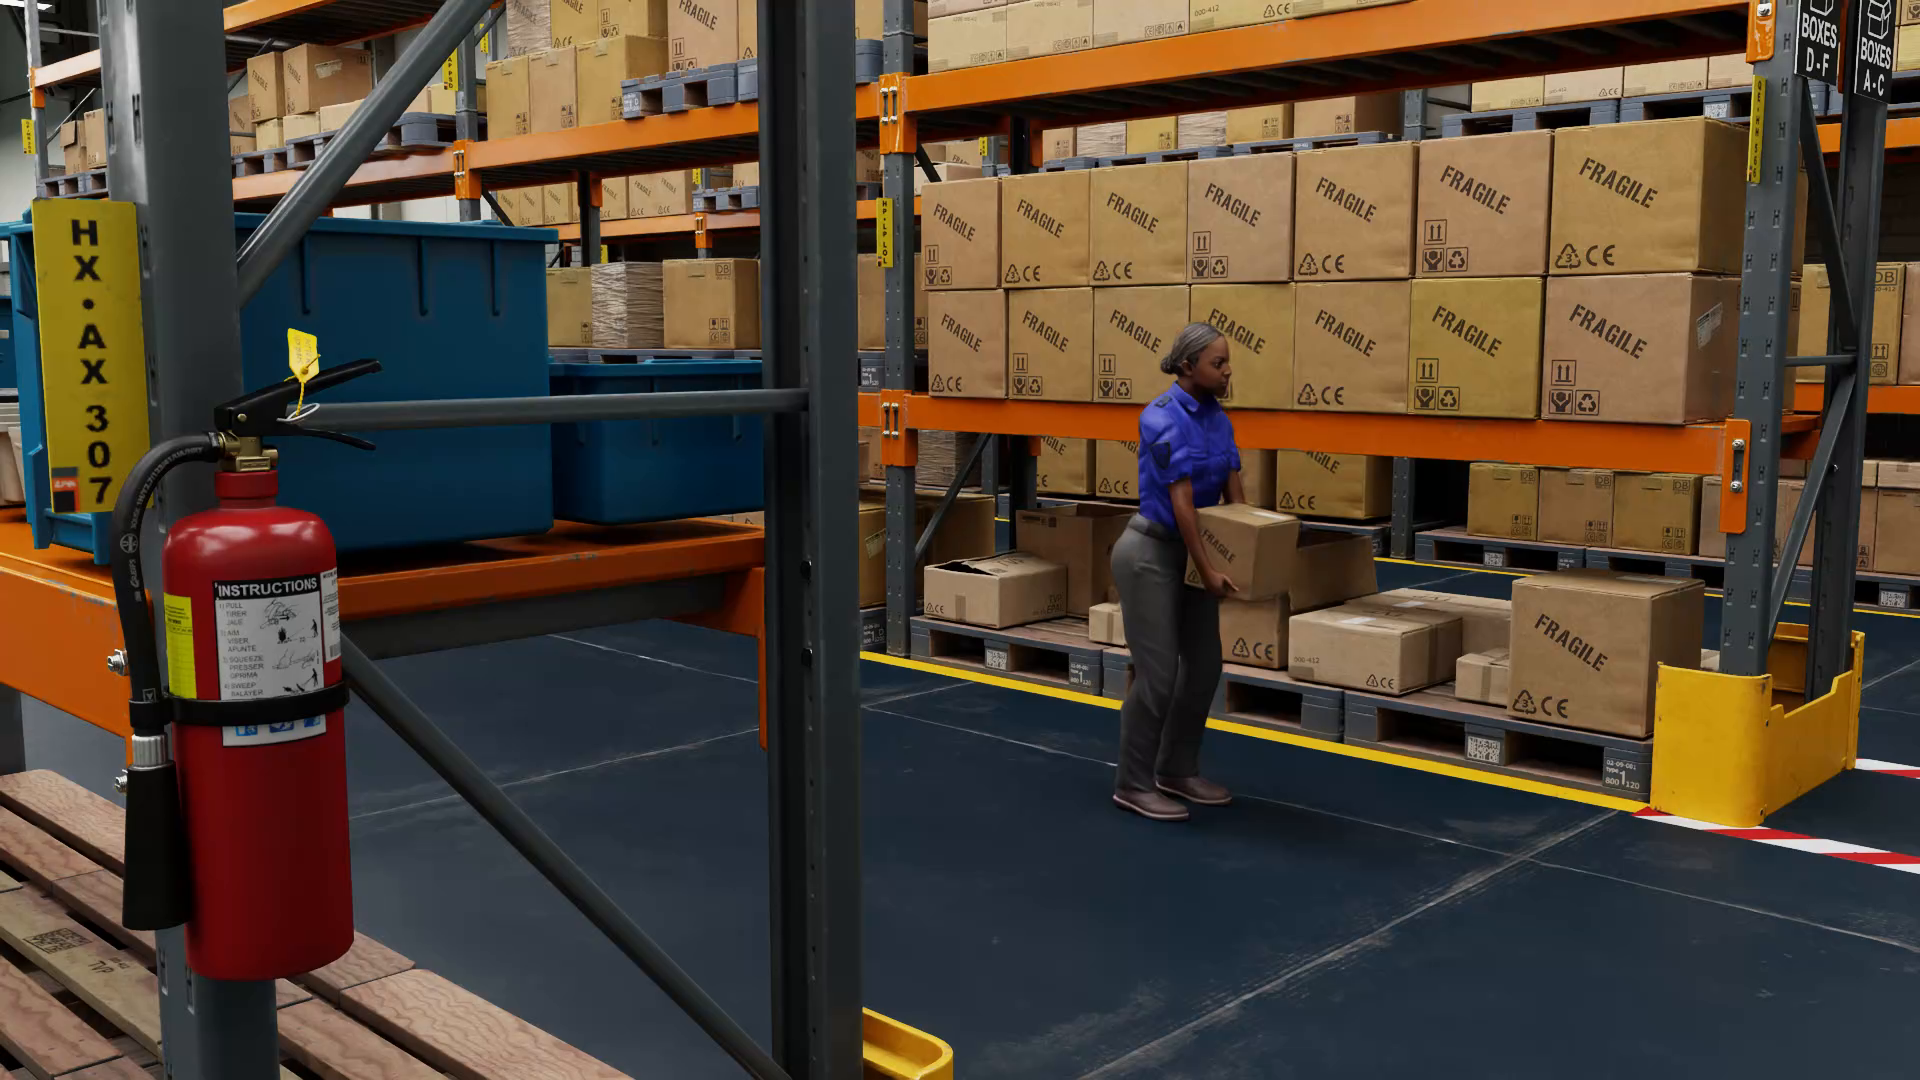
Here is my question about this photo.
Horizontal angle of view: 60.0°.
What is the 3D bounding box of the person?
[{"bbox_3d":[0.784,0.103,5.549,0.530,1.647,0.412,7,10,42],"label":"person"}]
